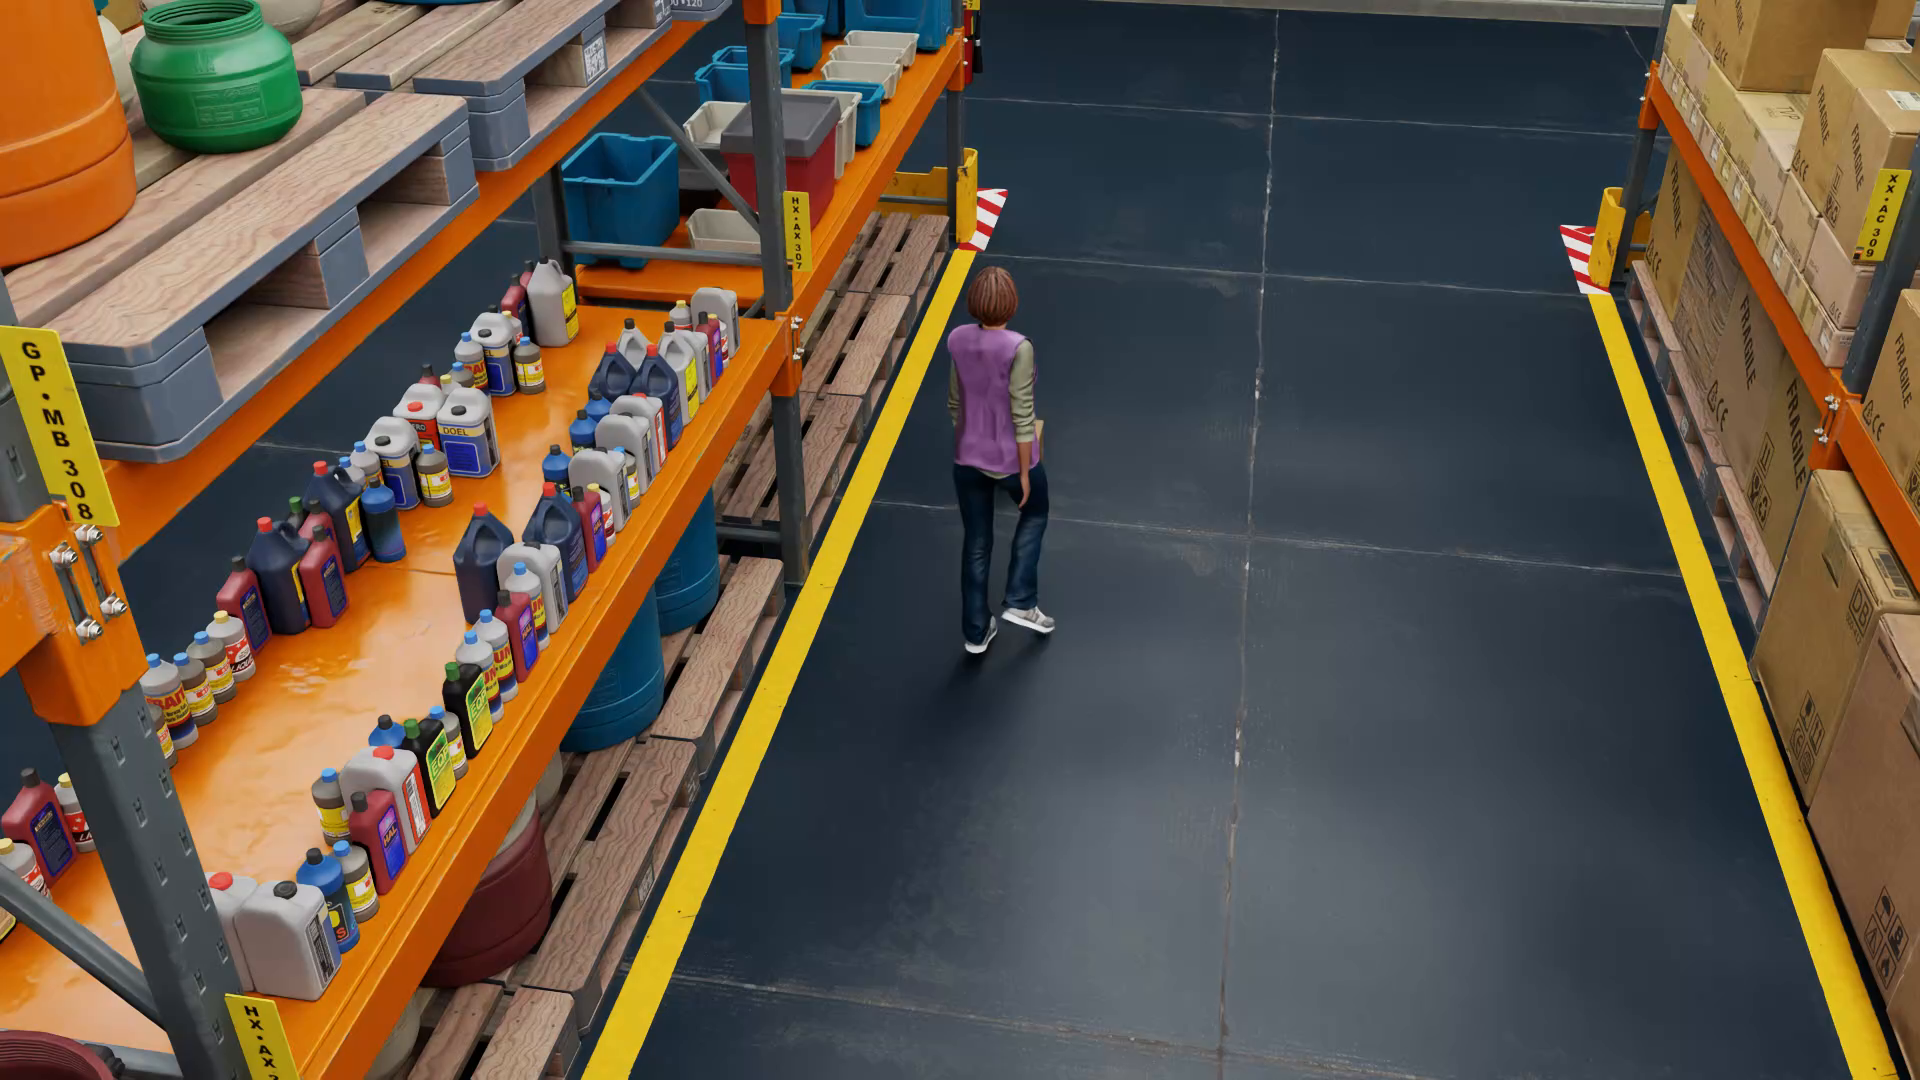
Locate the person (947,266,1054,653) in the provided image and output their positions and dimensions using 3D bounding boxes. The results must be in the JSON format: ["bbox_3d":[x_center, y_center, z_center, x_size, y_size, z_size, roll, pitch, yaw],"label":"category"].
[{"bbox_3d":[0.139,-0.285,6.564,0.482,1.567,0.506,13,35,19],"label":"person"}]
